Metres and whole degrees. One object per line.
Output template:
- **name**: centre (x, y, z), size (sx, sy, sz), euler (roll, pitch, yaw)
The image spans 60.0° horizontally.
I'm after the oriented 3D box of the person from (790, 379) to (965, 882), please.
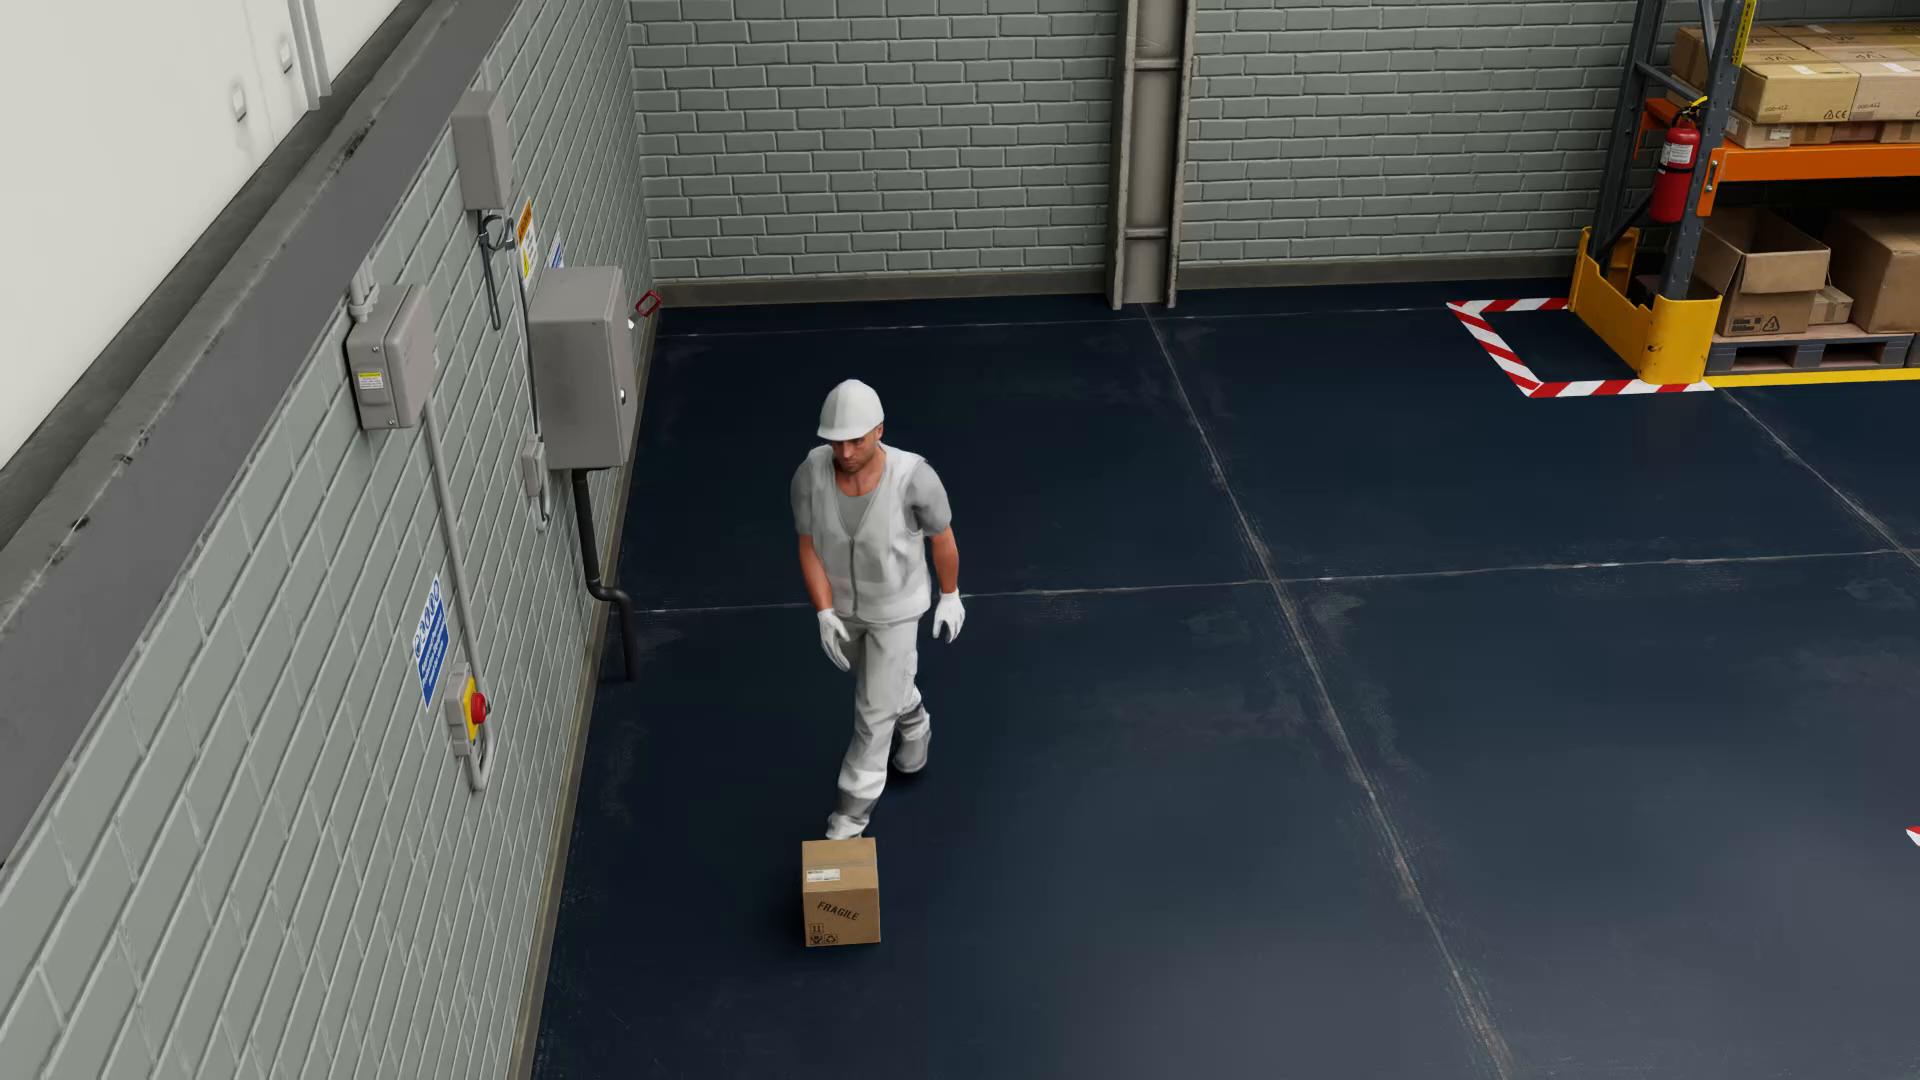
- **person**: centre (-0.330, 0.265, 5.654), size (0.547, 1.712, 1.041), euler (12, 33, 19)
